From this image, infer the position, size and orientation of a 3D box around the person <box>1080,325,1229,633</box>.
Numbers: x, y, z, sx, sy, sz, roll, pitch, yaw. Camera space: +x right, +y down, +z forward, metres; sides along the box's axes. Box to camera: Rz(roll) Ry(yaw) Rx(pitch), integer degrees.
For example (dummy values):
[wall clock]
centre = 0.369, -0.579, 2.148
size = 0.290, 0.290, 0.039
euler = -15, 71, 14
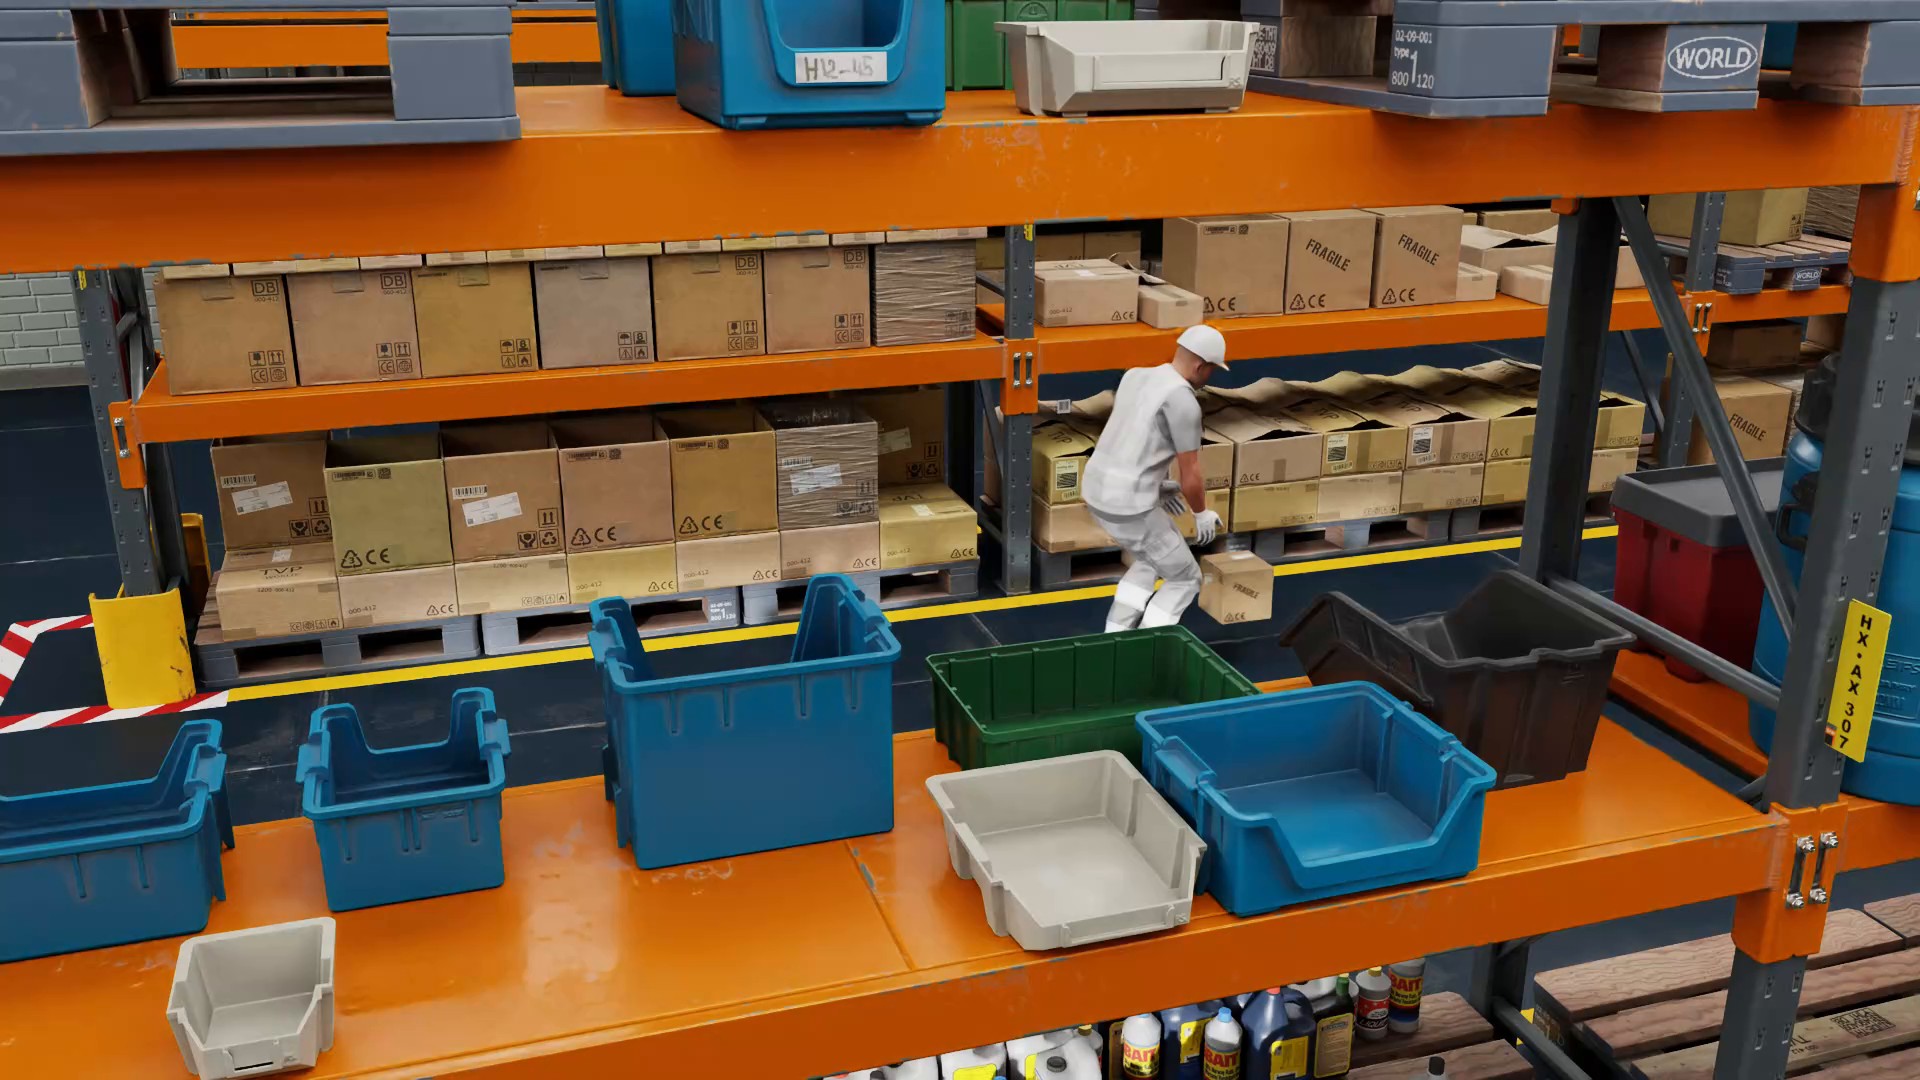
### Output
[person]
centre = 0.862, -0.174, 7.393
size = 0.668, 1.555, 0.577
euler = -6, 20, -18
